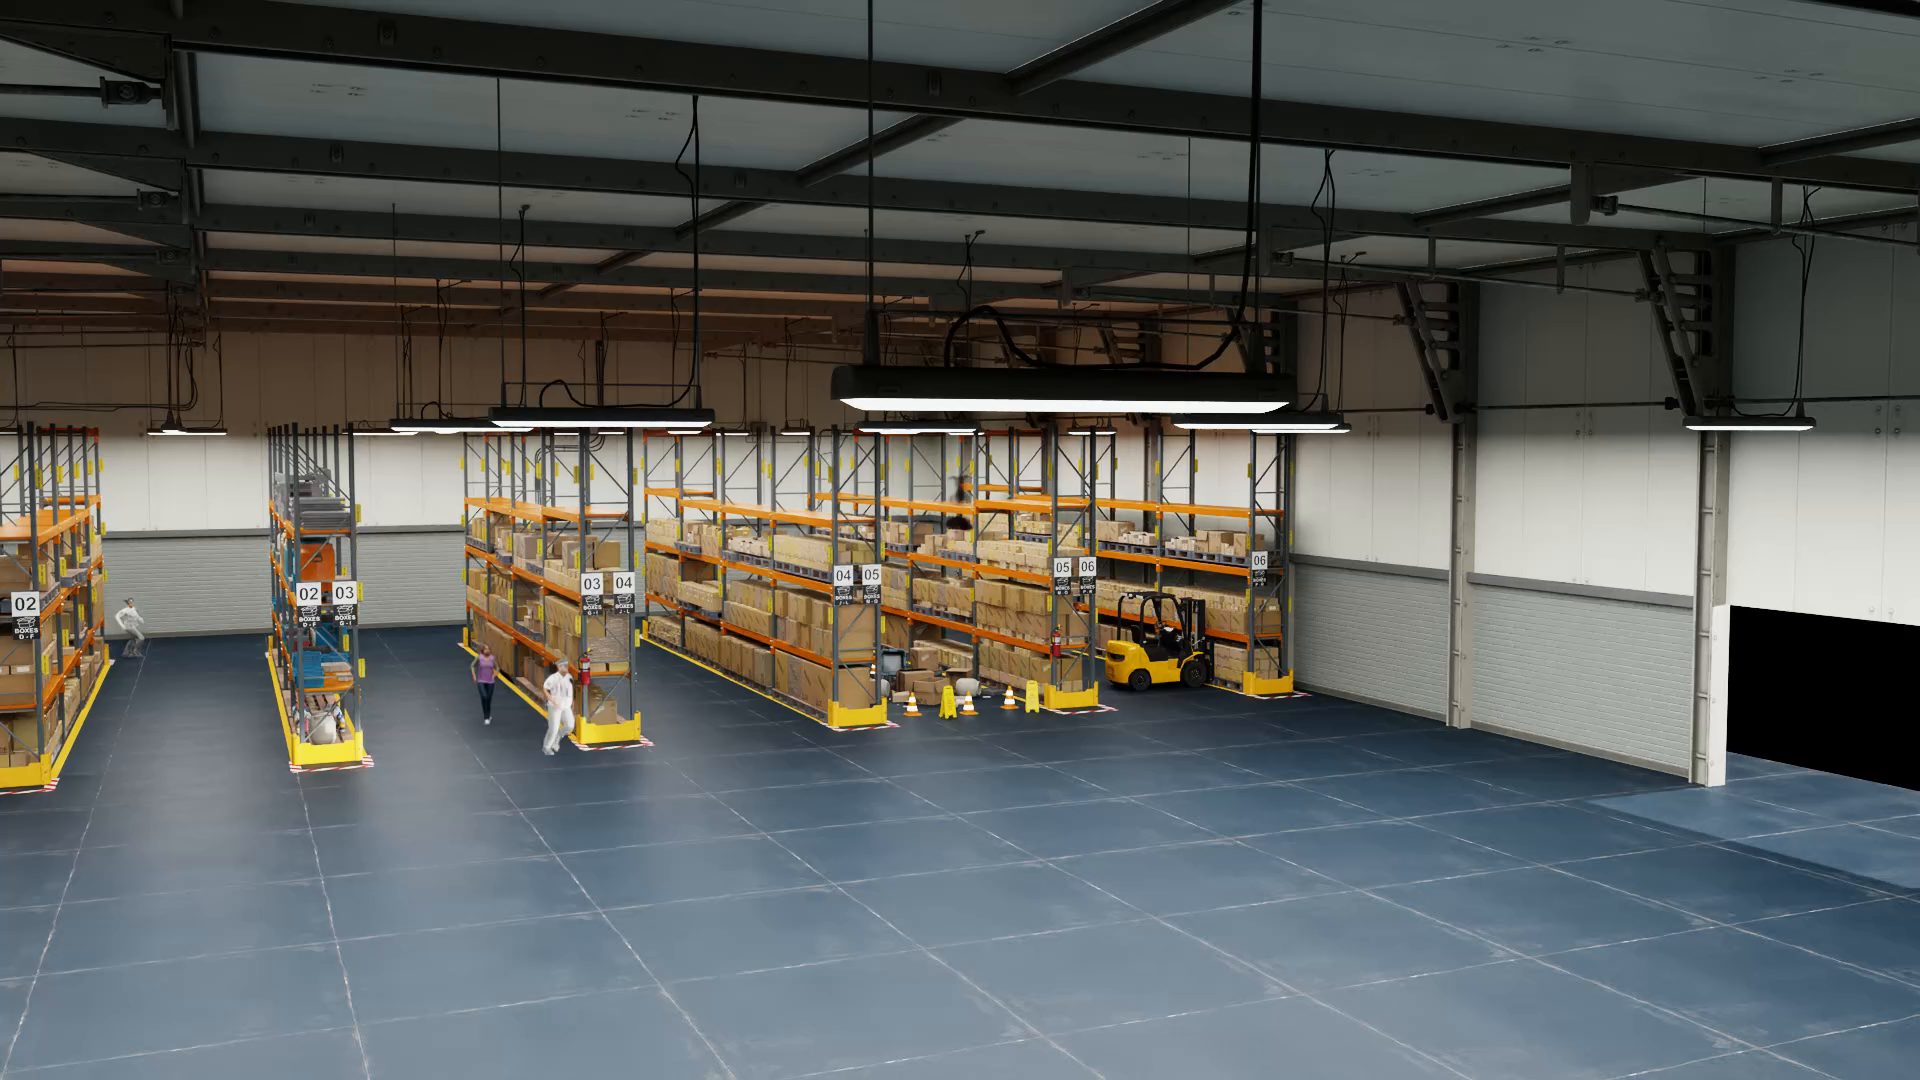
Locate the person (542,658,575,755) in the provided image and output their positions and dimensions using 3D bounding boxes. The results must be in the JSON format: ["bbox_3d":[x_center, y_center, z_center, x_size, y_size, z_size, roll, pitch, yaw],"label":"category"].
[{"bbox_3d":[-7.251,3.017,30.297,0.541,1.725,0.719,3,5,41],"label":"person"}]

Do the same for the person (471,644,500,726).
[{"bbox_3d":[-9.538,2.894,33.449,0.542,1.641,0.732,-2,4,-27],"label":"person"}]

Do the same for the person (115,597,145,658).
[{"bbox_3d":[-21.545,2.292,43.202,0.683,1.631,0.729,0,3,1],"label":"person"}]

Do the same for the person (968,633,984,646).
[{"bbox_3d":[0.432,2.248,43.621,0.627,1.698,0.761,-2,4,-28],"label":"person"}]
